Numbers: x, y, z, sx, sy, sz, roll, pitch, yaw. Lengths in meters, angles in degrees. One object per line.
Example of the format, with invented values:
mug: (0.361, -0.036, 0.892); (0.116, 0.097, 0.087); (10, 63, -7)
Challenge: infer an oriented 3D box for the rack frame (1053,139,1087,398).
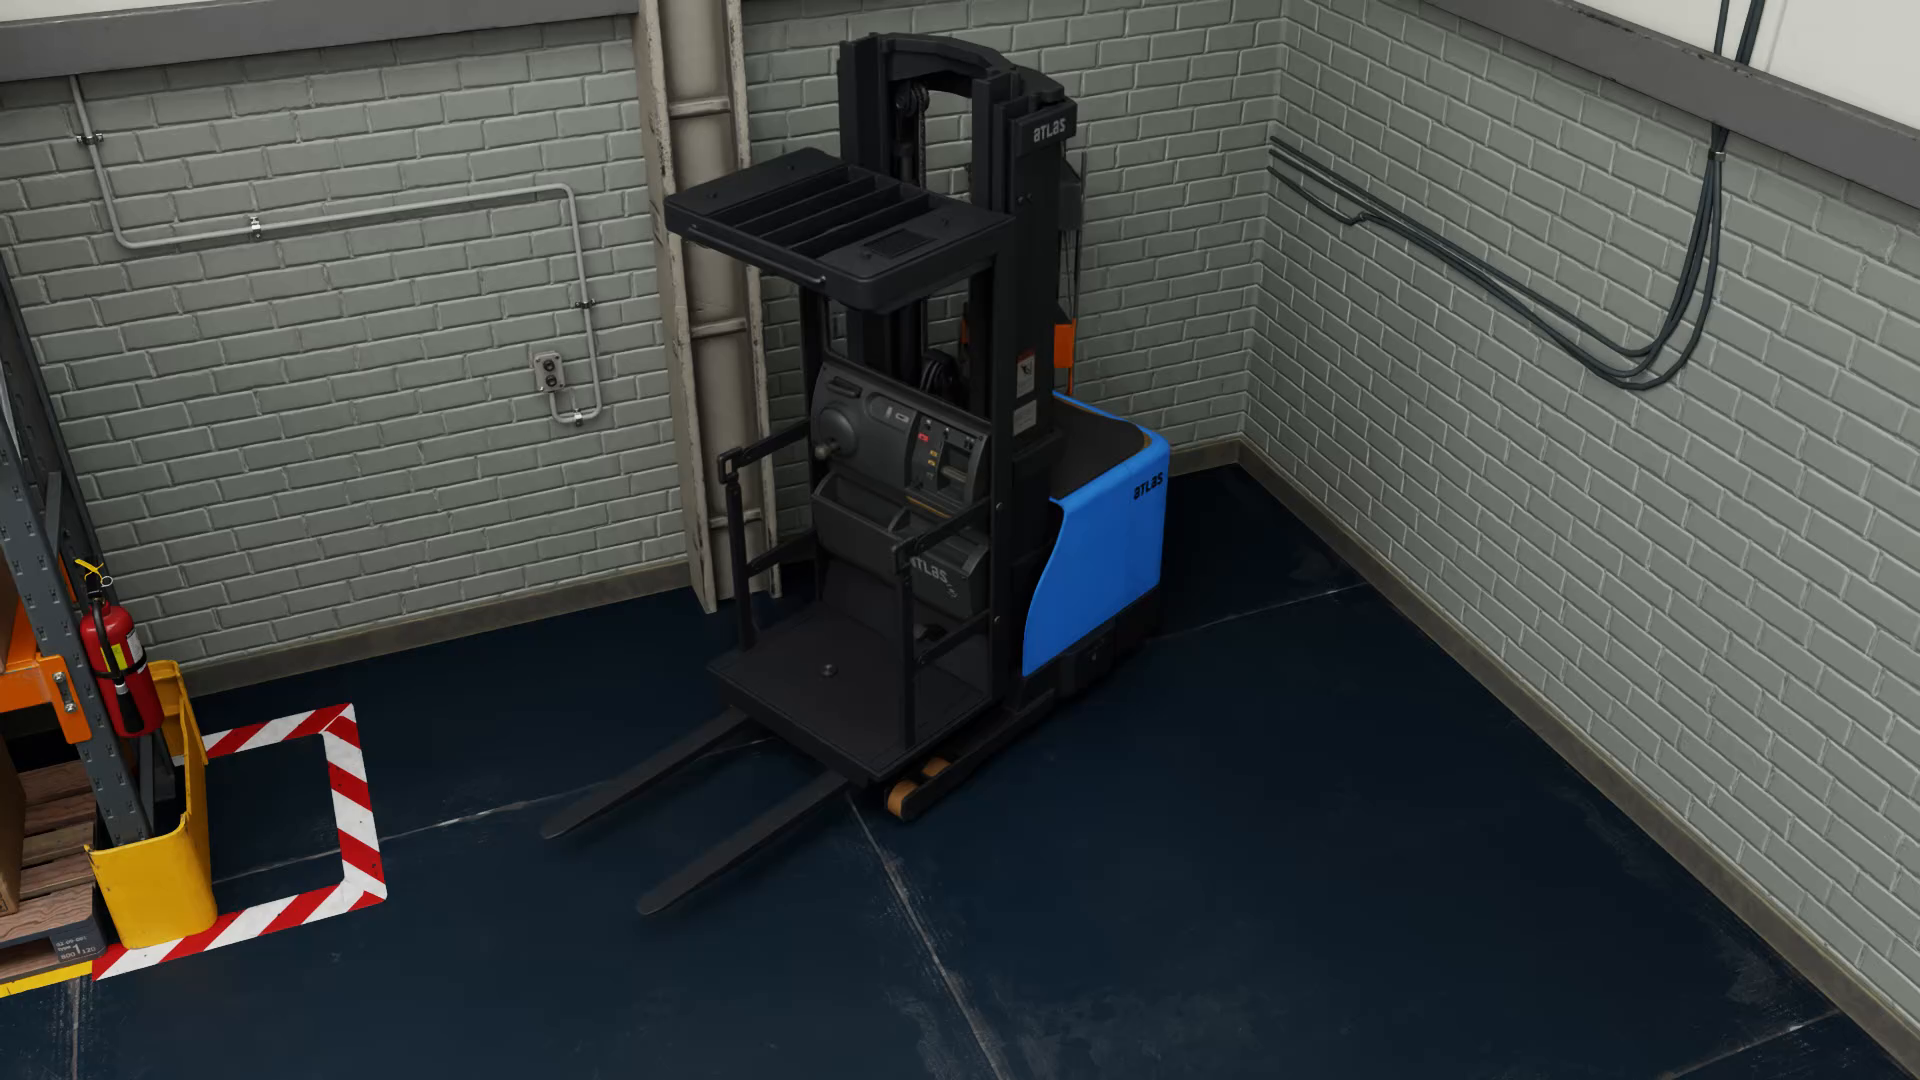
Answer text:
rack frame: (0.514, -0.951, 8.260); (0.015, 2.100, 0.400); (-5, 31, -10)

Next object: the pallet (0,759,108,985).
pallet: (-3.988, 1.370, 6.451); (1.213, 0.211, 1.003); (-13, 35, -19)

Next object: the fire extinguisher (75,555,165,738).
fire extinguisher: (-2.963, 0.382, 5.825); (0.183, 0.674, 0.296); (-13, 35, -19)

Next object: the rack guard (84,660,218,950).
rack guard: (-3.258, 1.036, 6.700); (0.348, 0.500, 1.175); (-13, 35, -19)

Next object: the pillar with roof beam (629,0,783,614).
pillar with roof beam: (0.541, -1.362, 2.592); (0.400, 9.000, 9.100); (-13, 35, -19)

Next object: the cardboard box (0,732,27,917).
cardboard box: (-3.887, 1.063, 6.273); (0.500, 0.500, 0.700); (-13, 35, -19)

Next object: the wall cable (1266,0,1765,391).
wall cable: (2.073, -2.234, 6.780); (0.112, 2.526, 3.097); (-13, 35, -19)

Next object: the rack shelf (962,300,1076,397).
rack shelf: (0.274, -0.919, 8.223); (0.480, 0.518, 0.431); (-5, 31, -10)

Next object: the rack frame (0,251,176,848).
rack frame: (-3.281, -0.007, 6.010); (0.127, 3.000, 1.000); (-13, 35, -19)

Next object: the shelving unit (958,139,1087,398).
shelving unit: (0.275, -0.931, 8.216); (0.503, 2.100, 0.431); (-5, 31, -10)

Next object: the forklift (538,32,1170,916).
forklift: (-0.400, -0.374, 6.637); (1.130, 2.935, 3.031); (27, 41, 34)

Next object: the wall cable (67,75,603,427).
wall cable: (-2.466, -1.179, 6.880); (1.851, 1.984, 0.084); (-13, 35, -19)

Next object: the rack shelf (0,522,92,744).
rack shelf: (-5.125, 0.717, 5.557); (4.000, 0.370, 1.077); (-13, 35, -19)

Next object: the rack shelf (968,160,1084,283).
rack shelf: (0.287, -1.524, 7.872); (0.480, 0.518, 0.431); (-5, 31, -10)

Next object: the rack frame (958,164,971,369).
rack frame: (0.035, -0.910, 8.173); (0.015, 2.100, 0.400); (-5, 31, -10)

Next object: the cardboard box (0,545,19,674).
cardboard box: (-3.747, -0.020, 5.755); (0.700, 0.700, 0.980); (-11, 35, -17)
